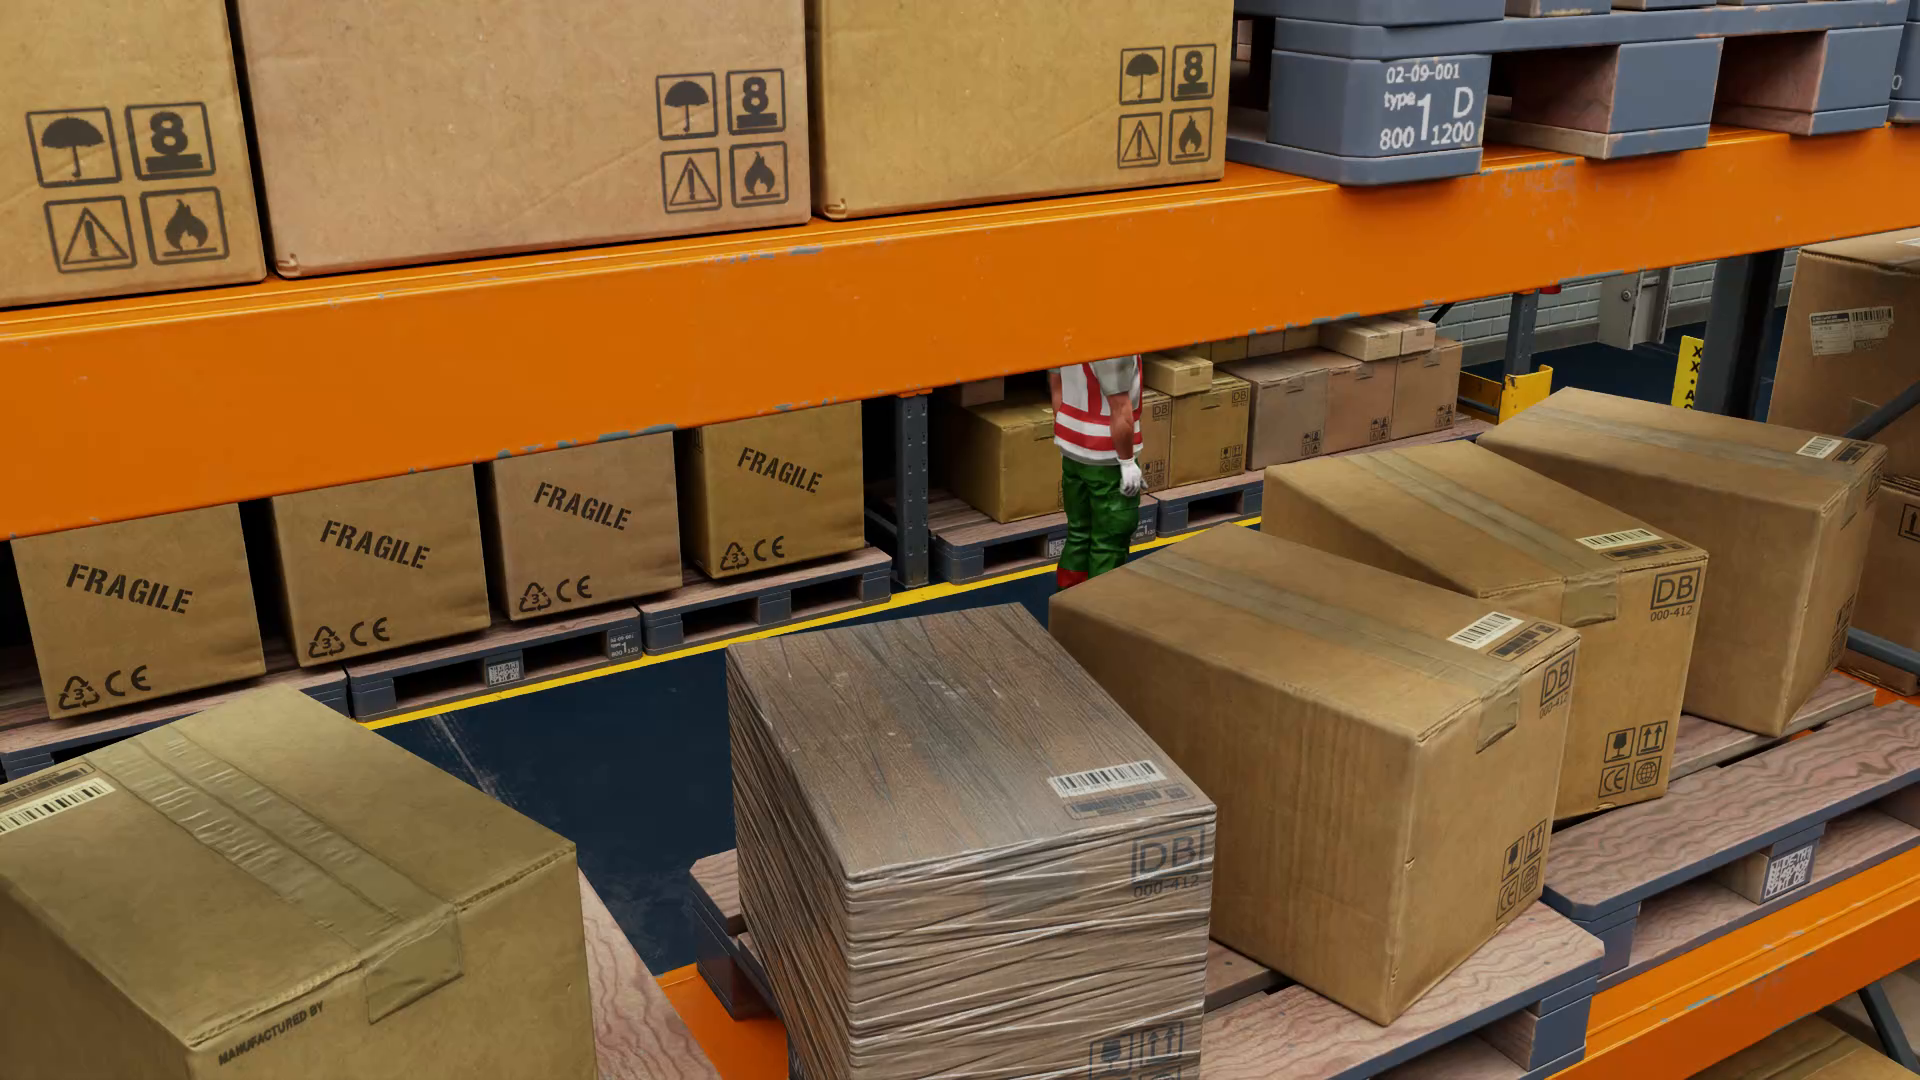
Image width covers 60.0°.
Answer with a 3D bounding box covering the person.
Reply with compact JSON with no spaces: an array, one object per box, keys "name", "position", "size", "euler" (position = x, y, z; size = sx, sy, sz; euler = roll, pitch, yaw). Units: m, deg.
[{"name":"person","position":[0.598,-0.362,6.967],"size":[0.386,1.794,0.524],"euler":[-12,24,-28]}]
